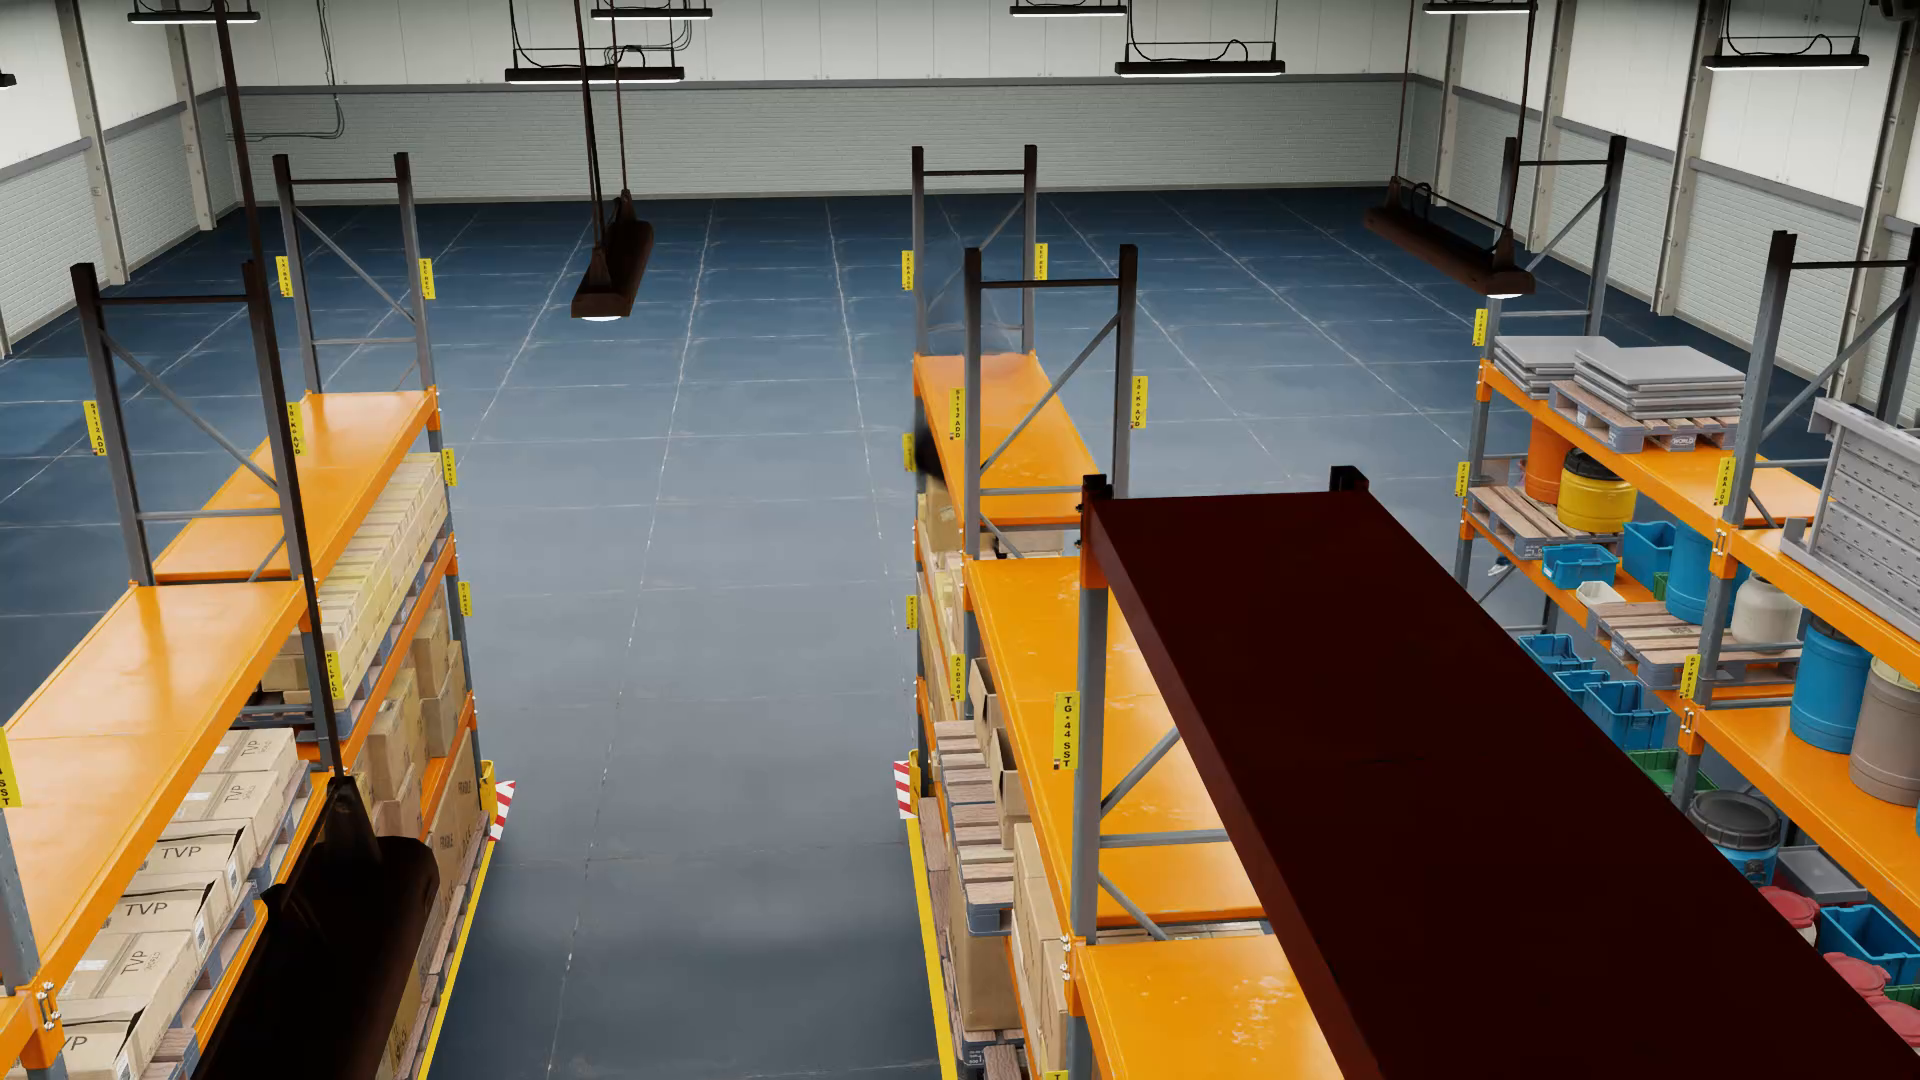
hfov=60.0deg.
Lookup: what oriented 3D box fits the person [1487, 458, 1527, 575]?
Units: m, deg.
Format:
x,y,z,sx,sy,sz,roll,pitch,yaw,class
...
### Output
x,y,z,sx,sy,sz,roll,pitch,yaw,class
6.948,-0.281,20.195,0.884,1.618,0.562,5,22,12,person
